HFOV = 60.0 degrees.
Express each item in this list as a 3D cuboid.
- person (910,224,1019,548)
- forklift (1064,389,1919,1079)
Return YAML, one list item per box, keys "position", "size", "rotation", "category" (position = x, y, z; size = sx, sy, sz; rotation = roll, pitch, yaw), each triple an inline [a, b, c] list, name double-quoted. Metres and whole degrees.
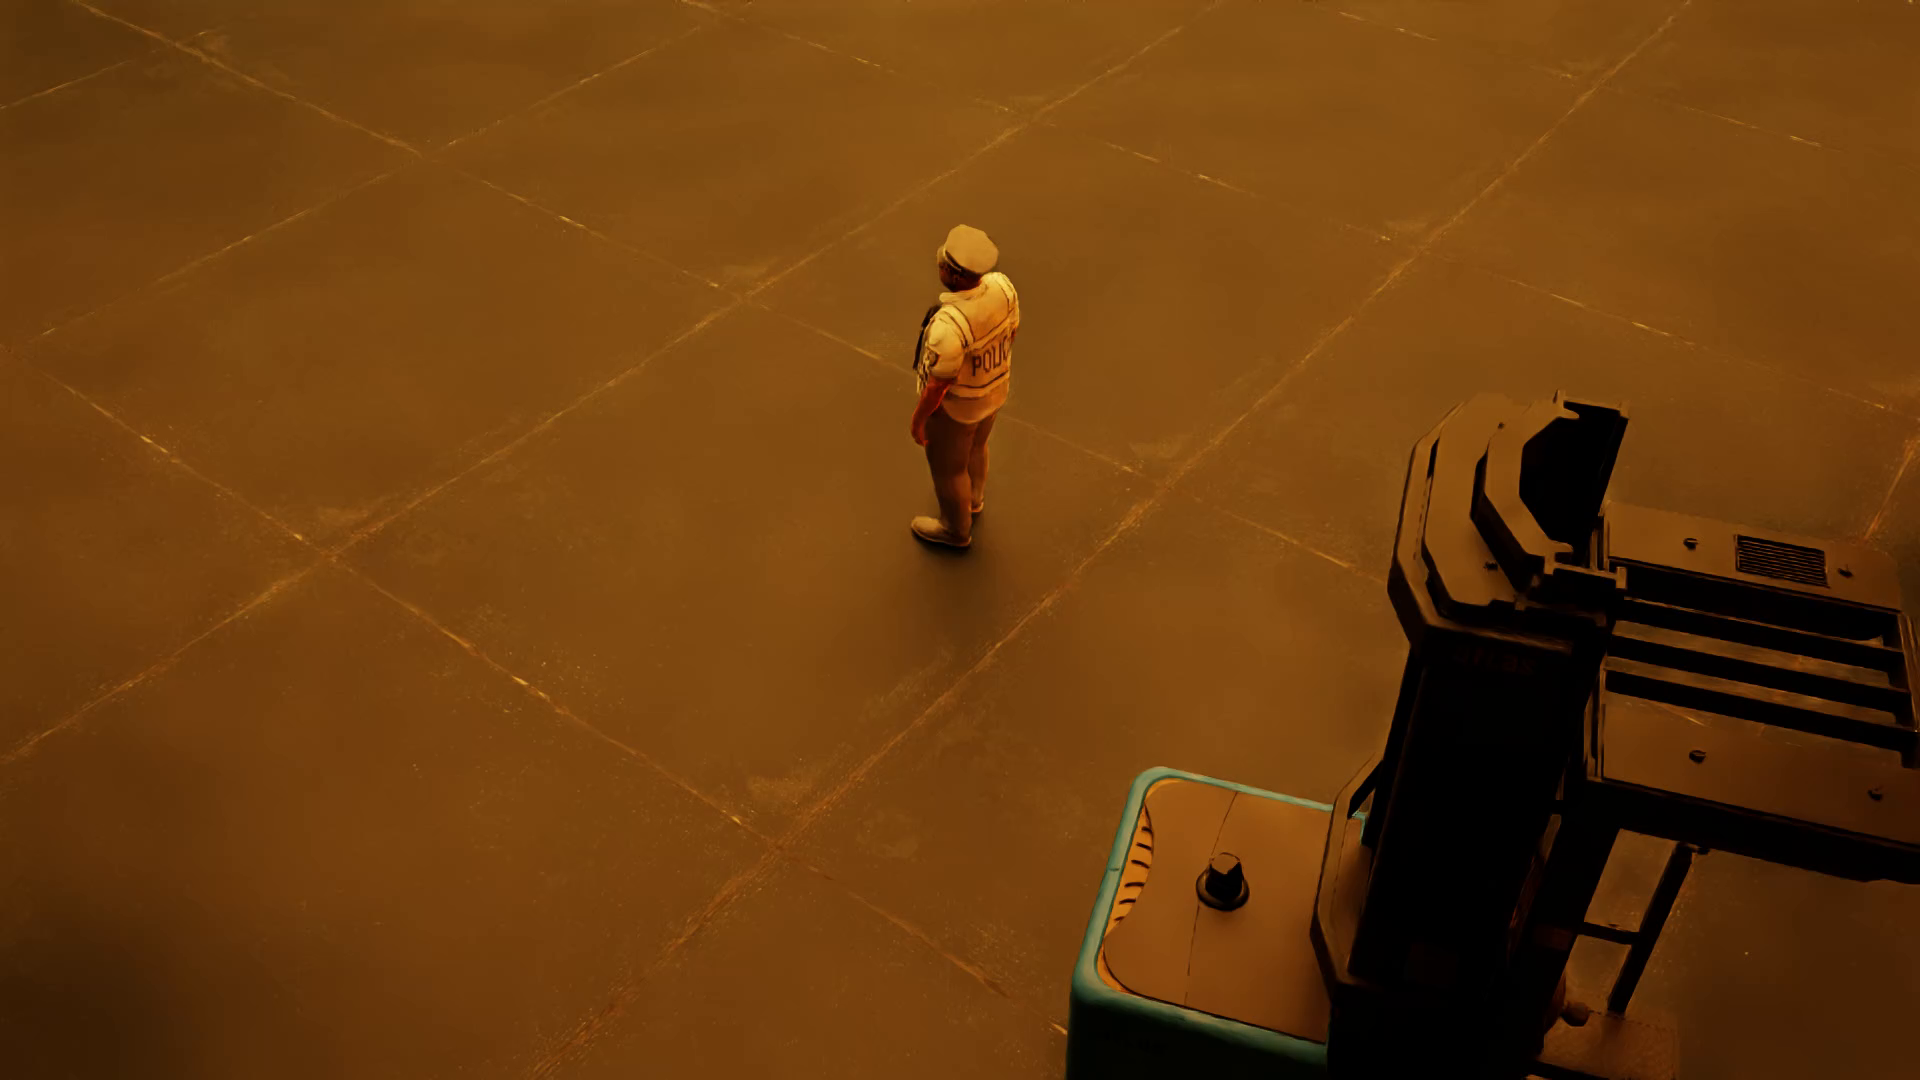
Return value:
- position: [-0.055, -0.721, 7.793]
  size: [0.574, 1.781, 0.640]
  rotation: [26, 47, 28]
  category: "person"
- position: [1.905, 1.058, 4.833]
  size: [3.031, 2.935, 1.130]
  rotation: [12, 42, 13]
  category: "forklift"
